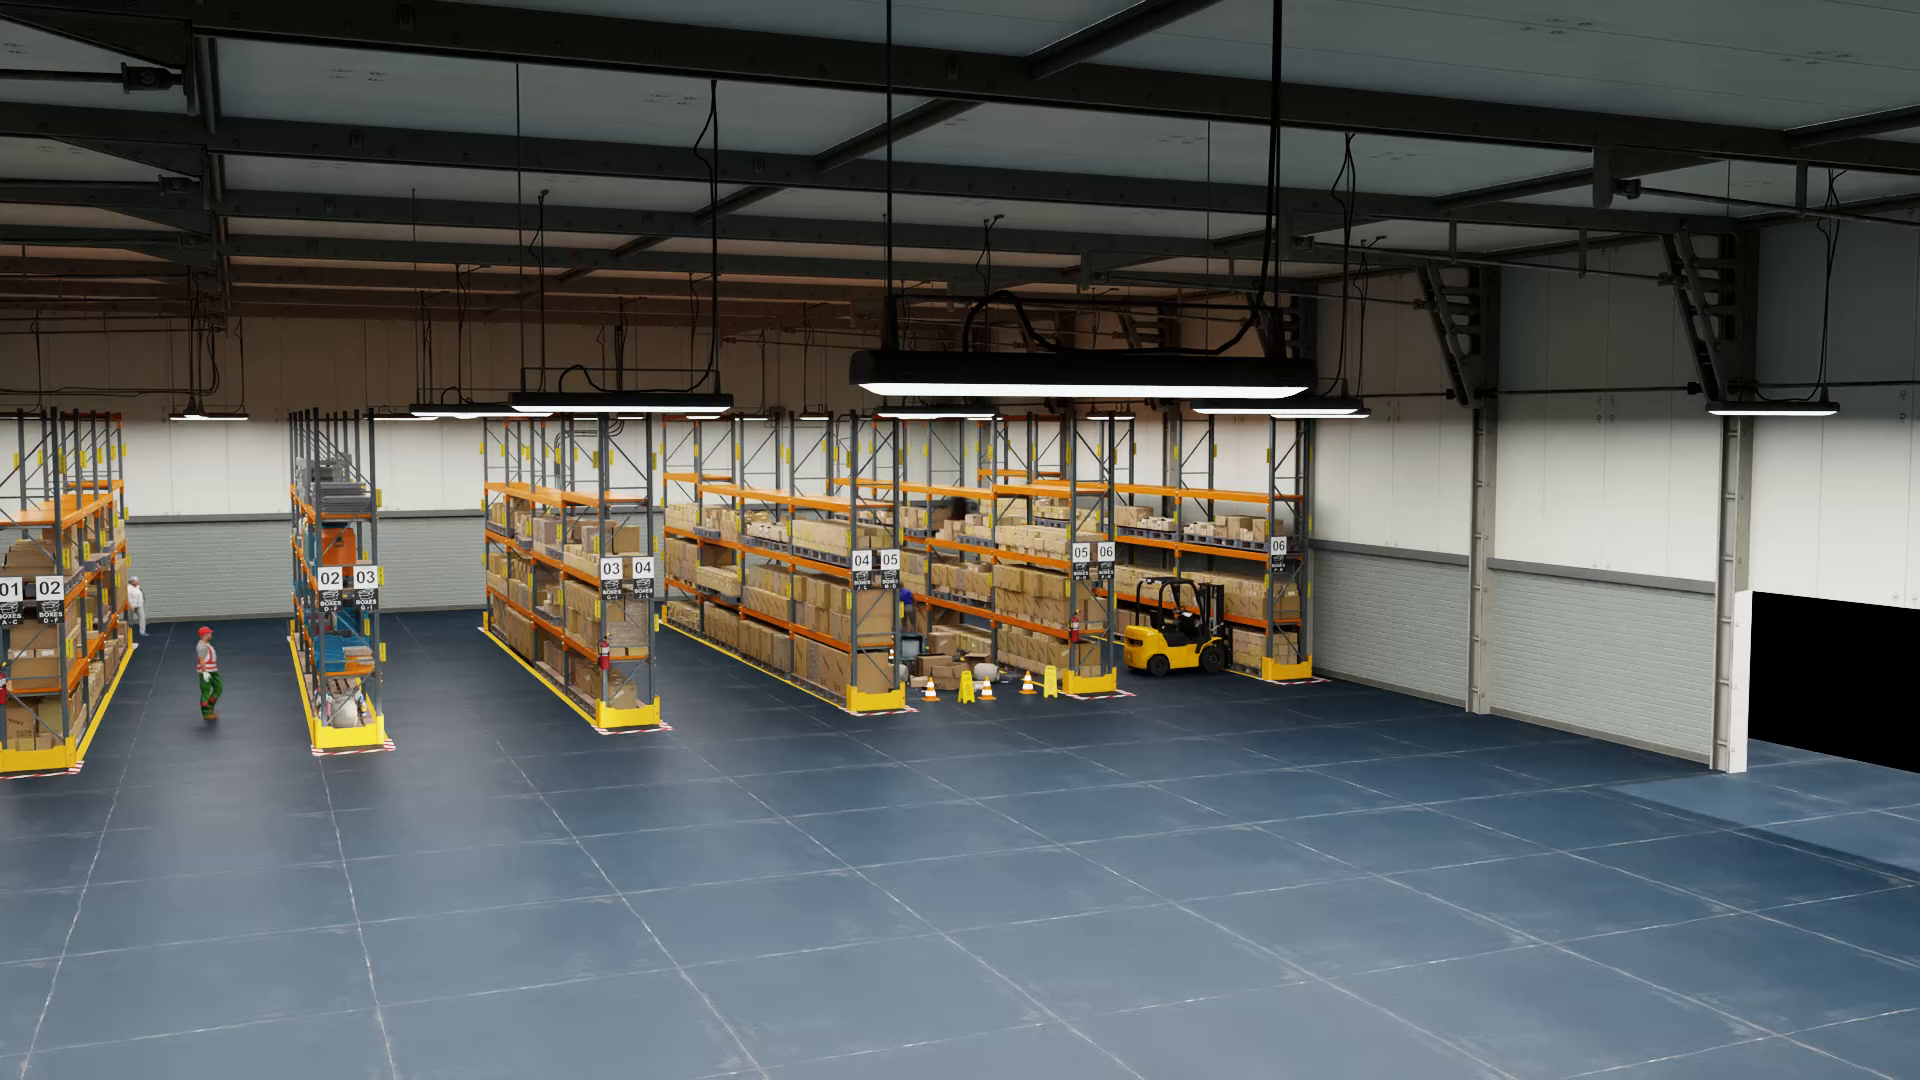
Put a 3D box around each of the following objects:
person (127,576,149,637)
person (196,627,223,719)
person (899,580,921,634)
[{"bbox_3d":[-22.188,1.788,44.693,0.979,1.622,0.490,4,5,42],"label":"person"},{"bbox_3d":[-14.600,2.575,32.291,0.435,1.794,0.603,0,4,5],"label":"person"},{"bbox_3d":[-1.253,1.803,40.614,0.615,1.651,0.443,1,4,13],"label":"person"}]
